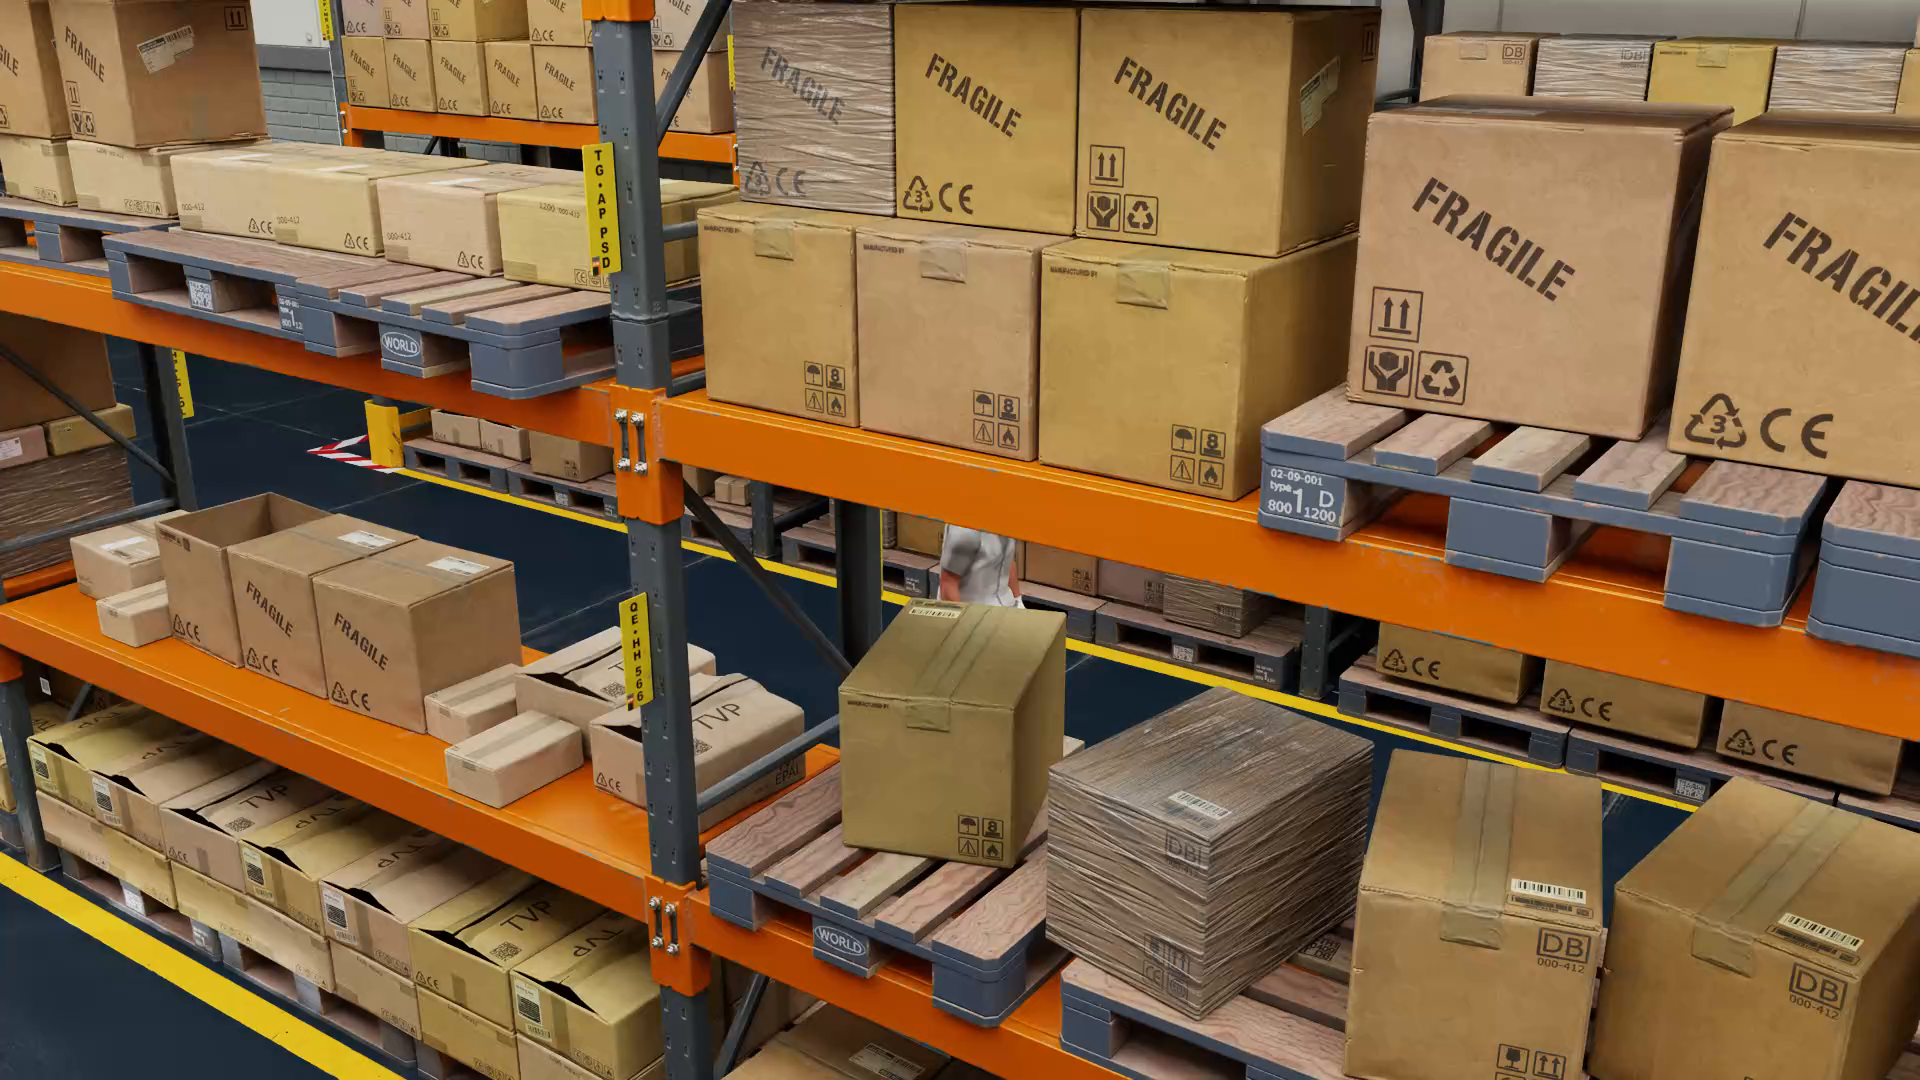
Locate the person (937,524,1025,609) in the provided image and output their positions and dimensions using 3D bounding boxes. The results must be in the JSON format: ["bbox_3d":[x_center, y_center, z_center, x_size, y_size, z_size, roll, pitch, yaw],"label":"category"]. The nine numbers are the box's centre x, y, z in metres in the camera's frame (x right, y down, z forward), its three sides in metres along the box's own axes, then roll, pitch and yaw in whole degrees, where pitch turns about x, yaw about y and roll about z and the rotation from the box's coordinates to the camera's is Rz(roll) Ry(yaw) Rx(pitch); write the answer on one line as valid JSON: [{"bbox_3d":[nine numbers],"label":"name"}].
[{"bbox_3d":[0.129,0.397,7.933,0.453,1.779,0.608,13,23,32],"label":"person"}]
